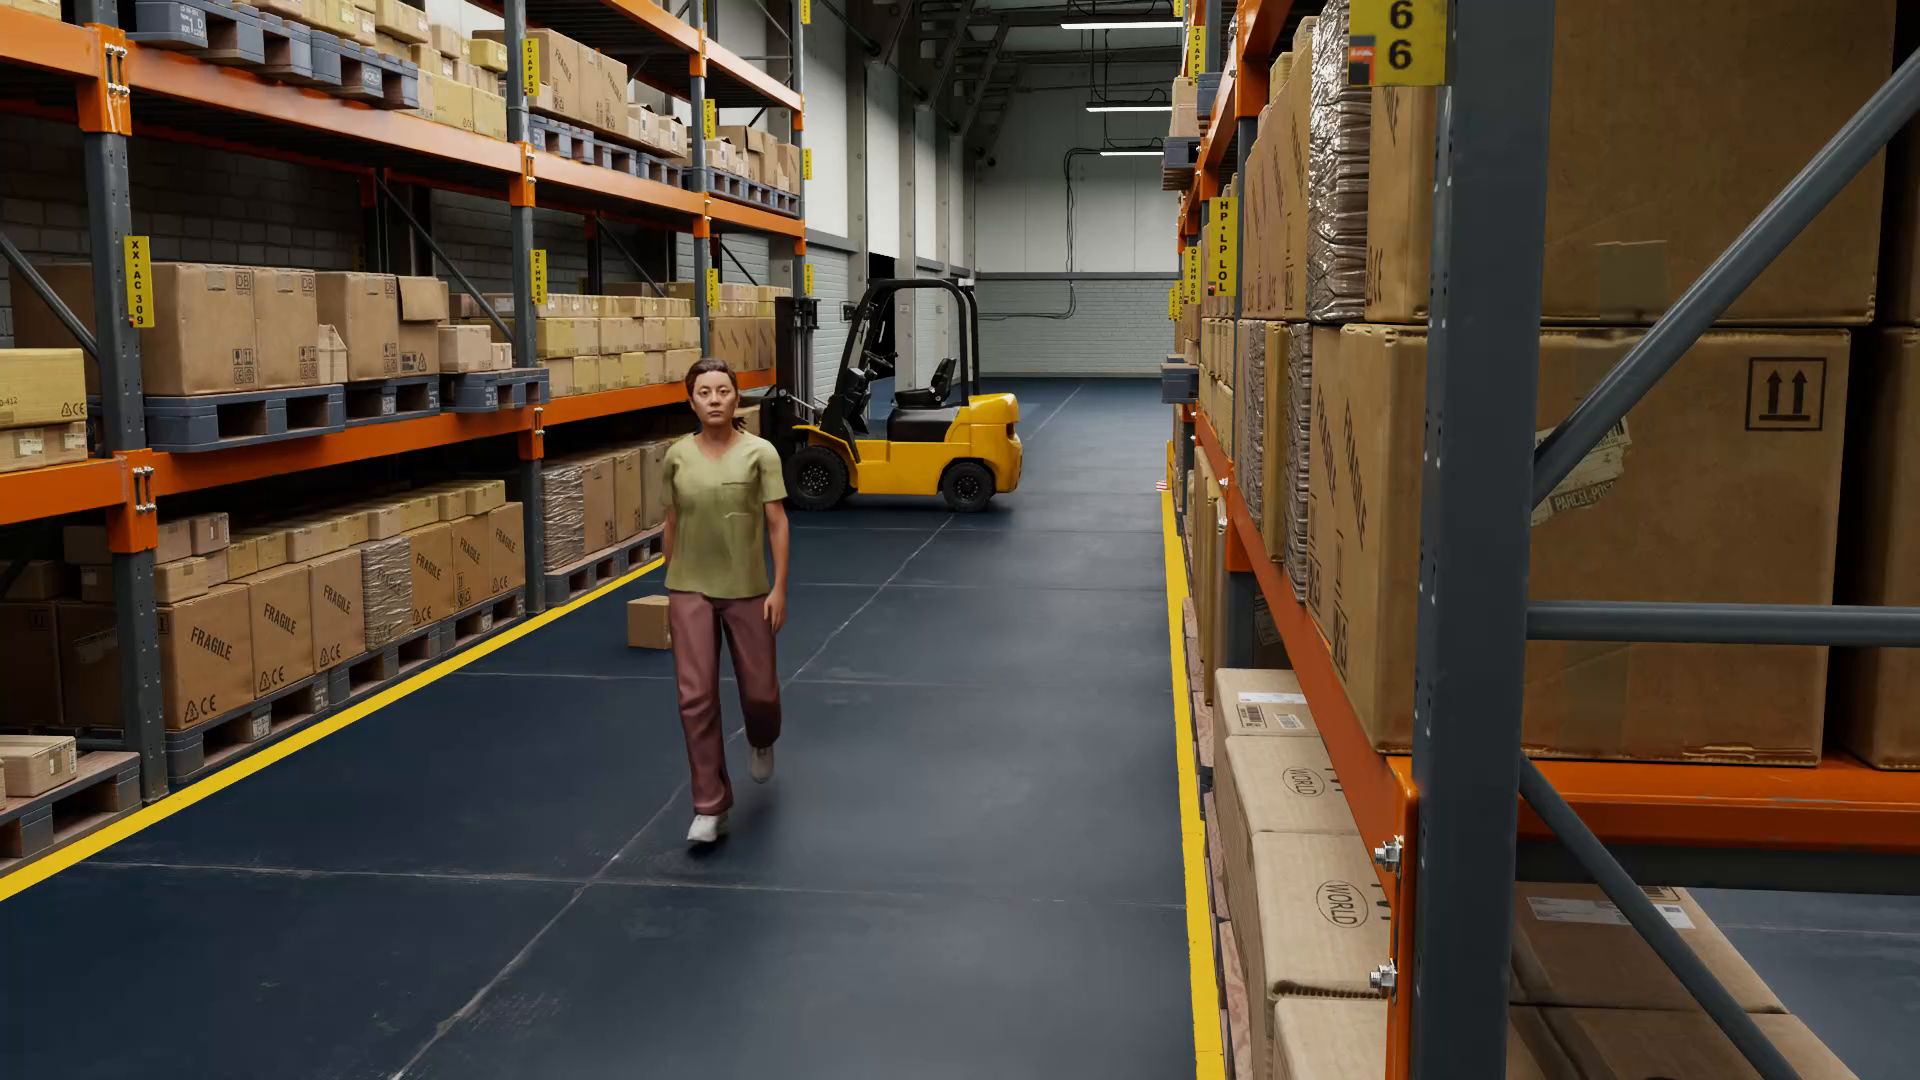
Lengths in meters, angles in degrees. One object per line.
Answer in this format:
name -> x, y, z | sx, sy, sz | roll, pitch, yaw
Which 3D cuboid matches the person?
person -> -0.823, 0.182, 5.874 | 0.455, 1.642, 0.761 | 0, 8, 0
